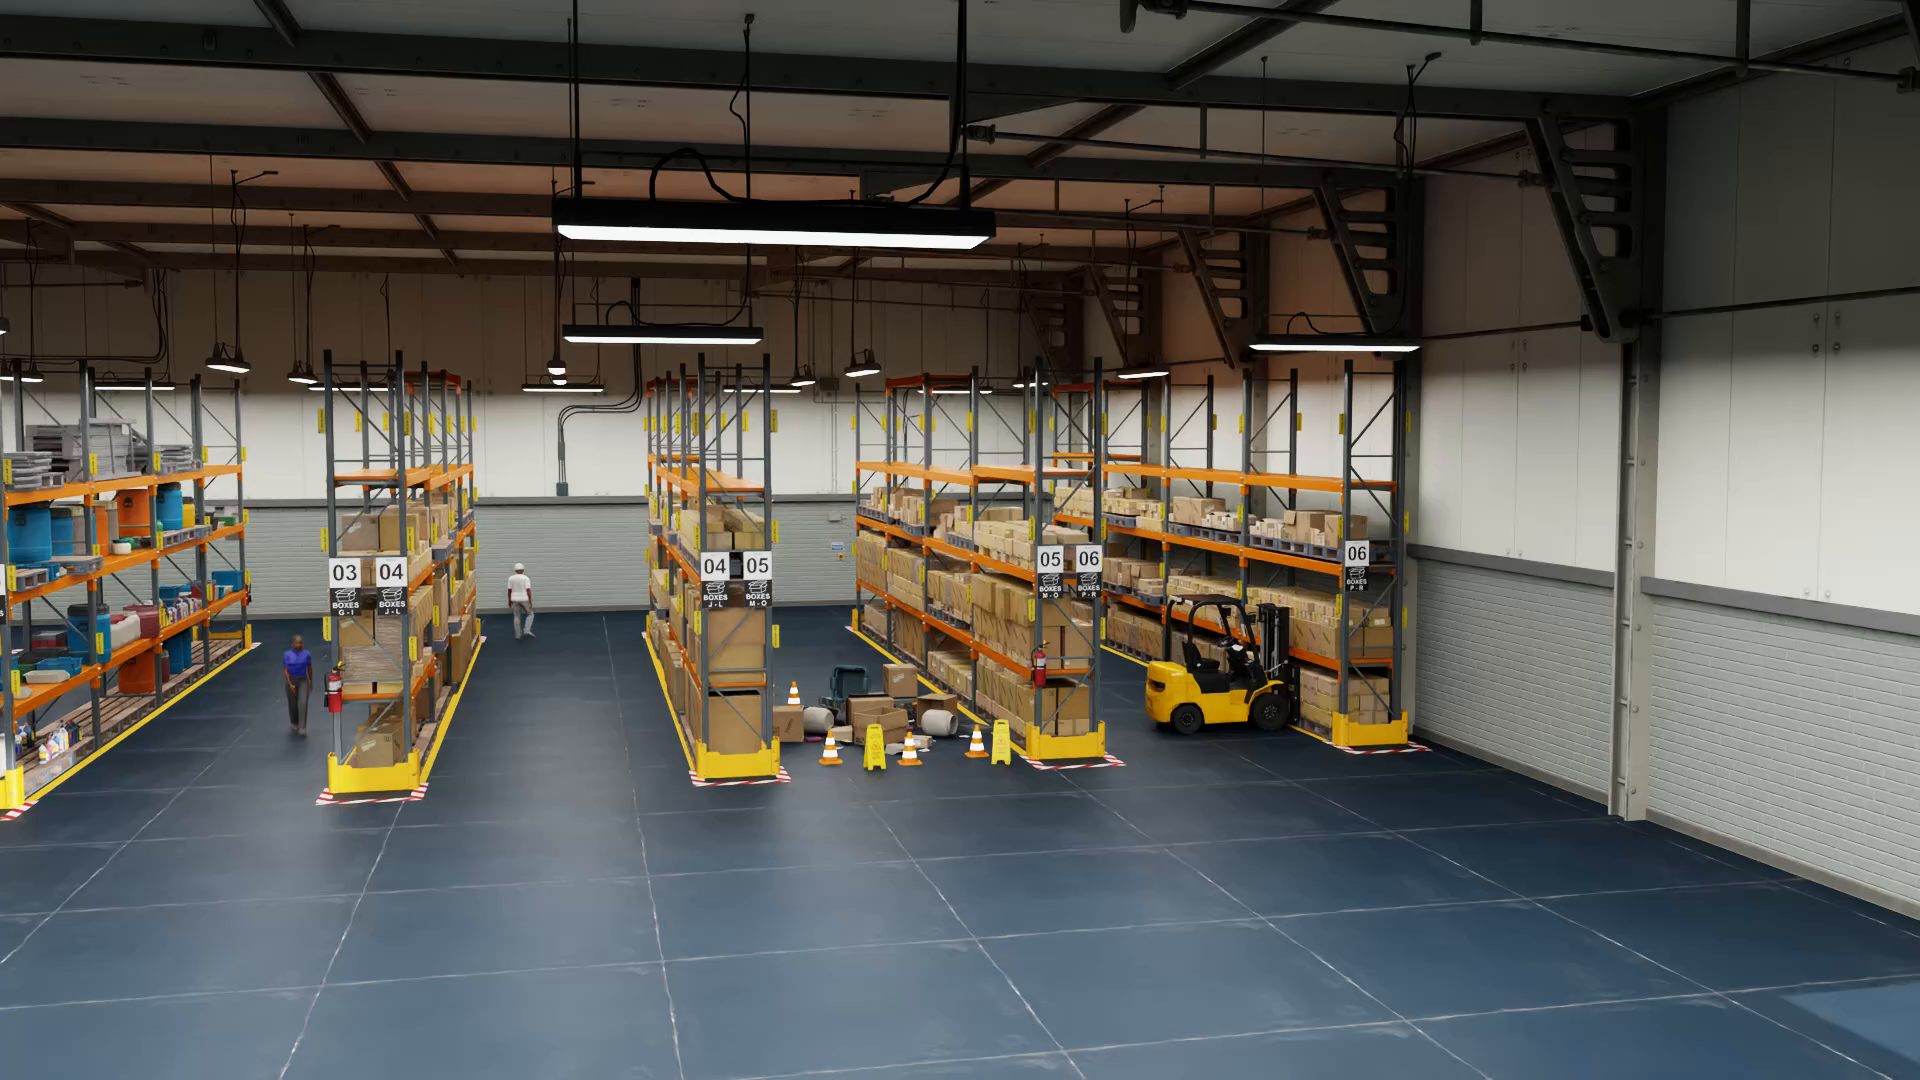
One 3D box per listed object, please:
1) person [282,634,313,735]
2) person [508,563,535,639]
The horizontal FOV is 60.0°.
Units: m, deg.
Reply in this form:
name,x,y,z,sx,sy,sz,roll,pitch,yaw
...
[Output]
name,x,y,z,sx,sy,sz,roll,pitch,yaw
person,-10.684,2.320,26.853,0.452,1.596,0.981,-2,4,-25
person,-10.235,1.419,38.810,0.665,1.762,0.435,1,4,10
